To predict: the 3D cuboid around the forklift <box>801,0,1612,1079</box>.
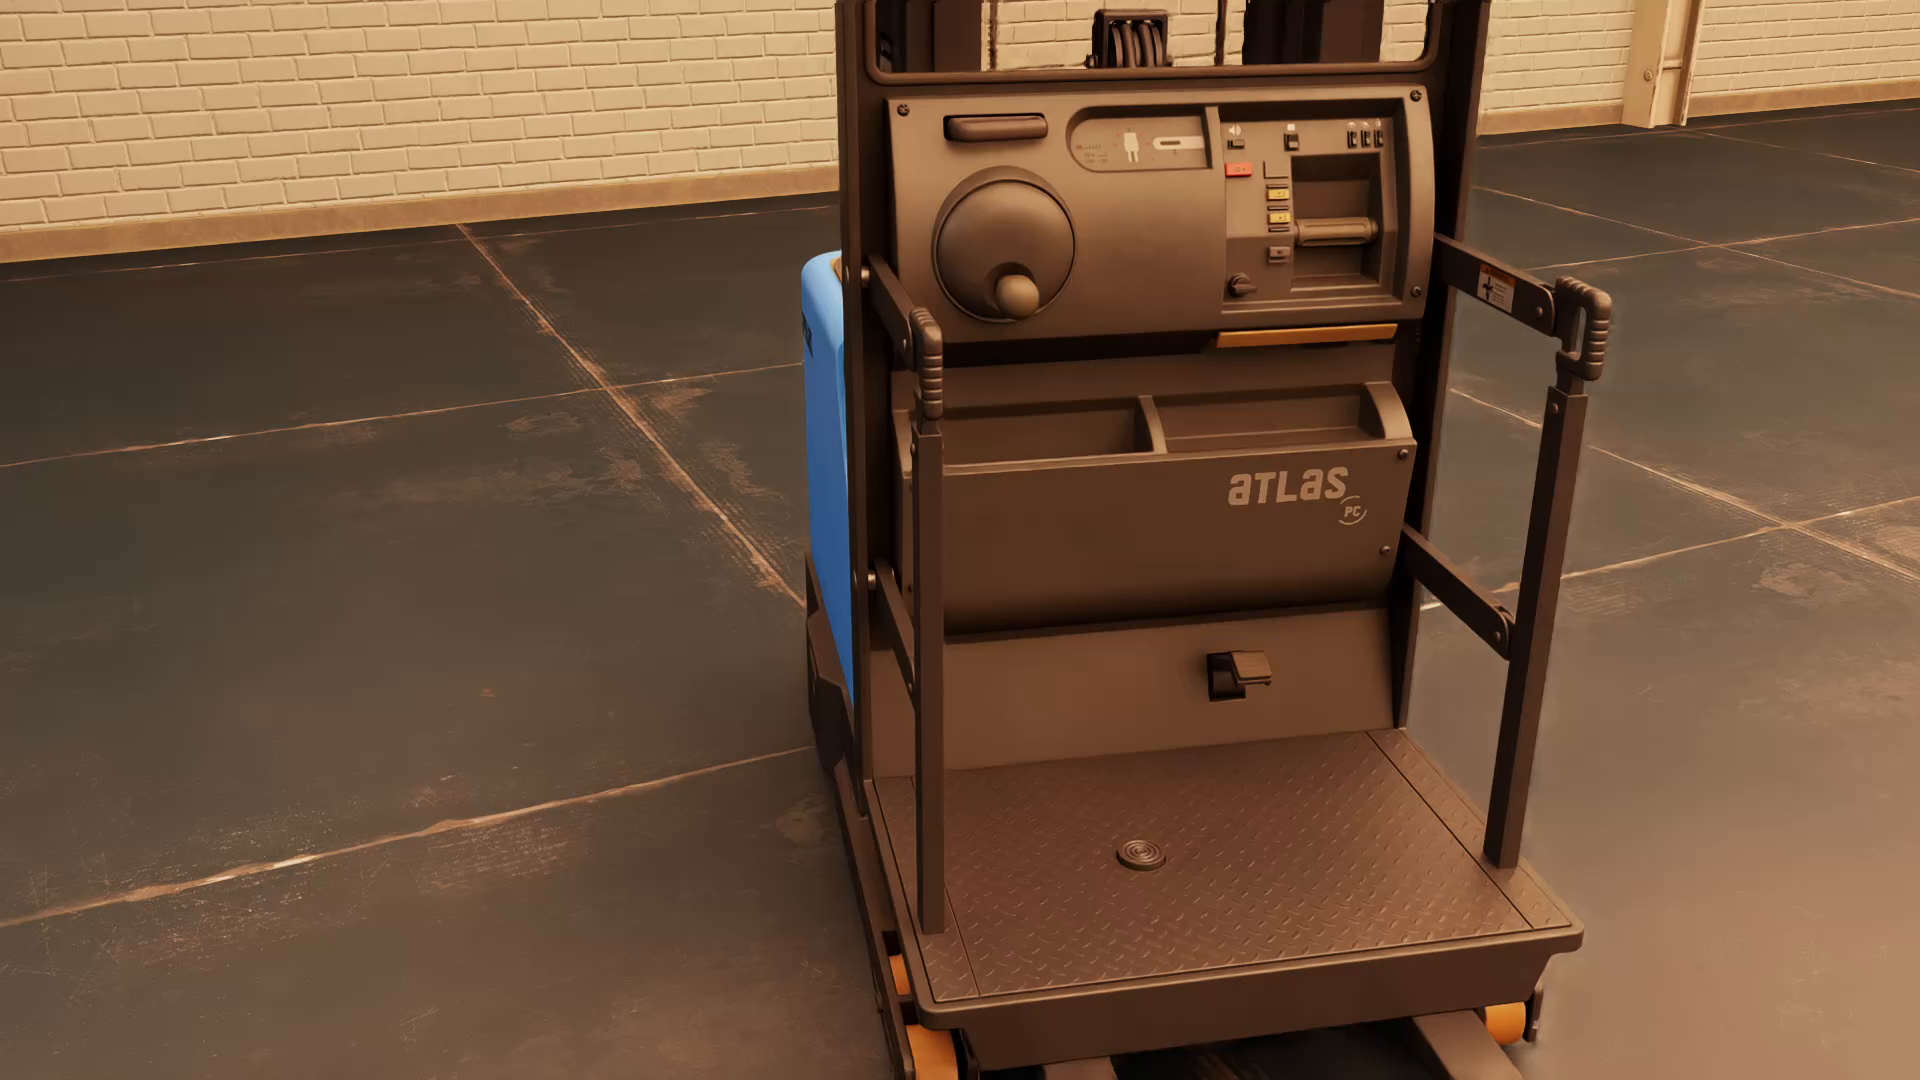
[{"bbox_3d":[0.388,-0.537,2.578,1.130,2.935,3.031,-4,23,-10],"label":"forklift"}]
